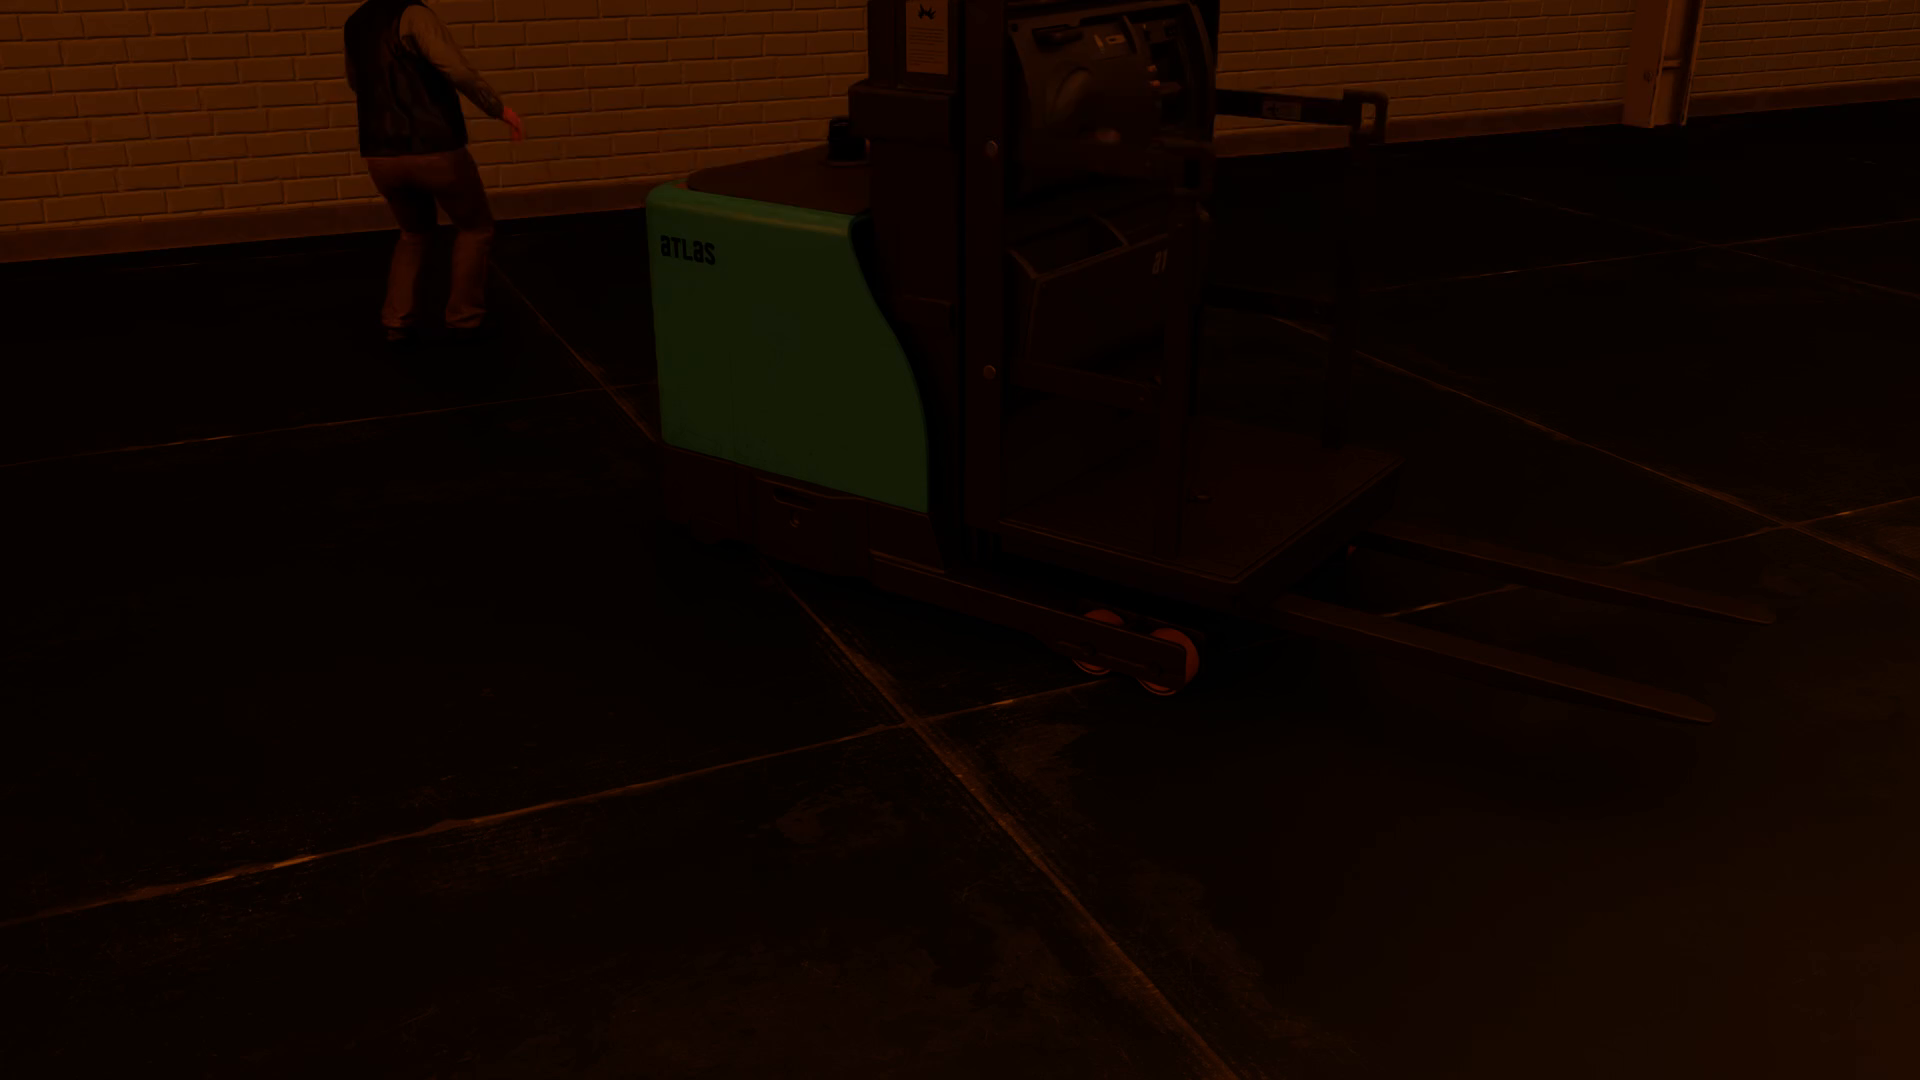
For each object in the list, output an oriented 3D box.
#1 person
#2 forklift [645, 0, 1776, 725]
[{"bbox_3d":[-2.181,-1.621,6.897,0.770,1.660,0.694,8,24,19],"label":"person"},{"bbox_3d":[0.577,-1.195,4.162,3.031,2.935,1.130,15,27,32],"label":"forklift"}]
